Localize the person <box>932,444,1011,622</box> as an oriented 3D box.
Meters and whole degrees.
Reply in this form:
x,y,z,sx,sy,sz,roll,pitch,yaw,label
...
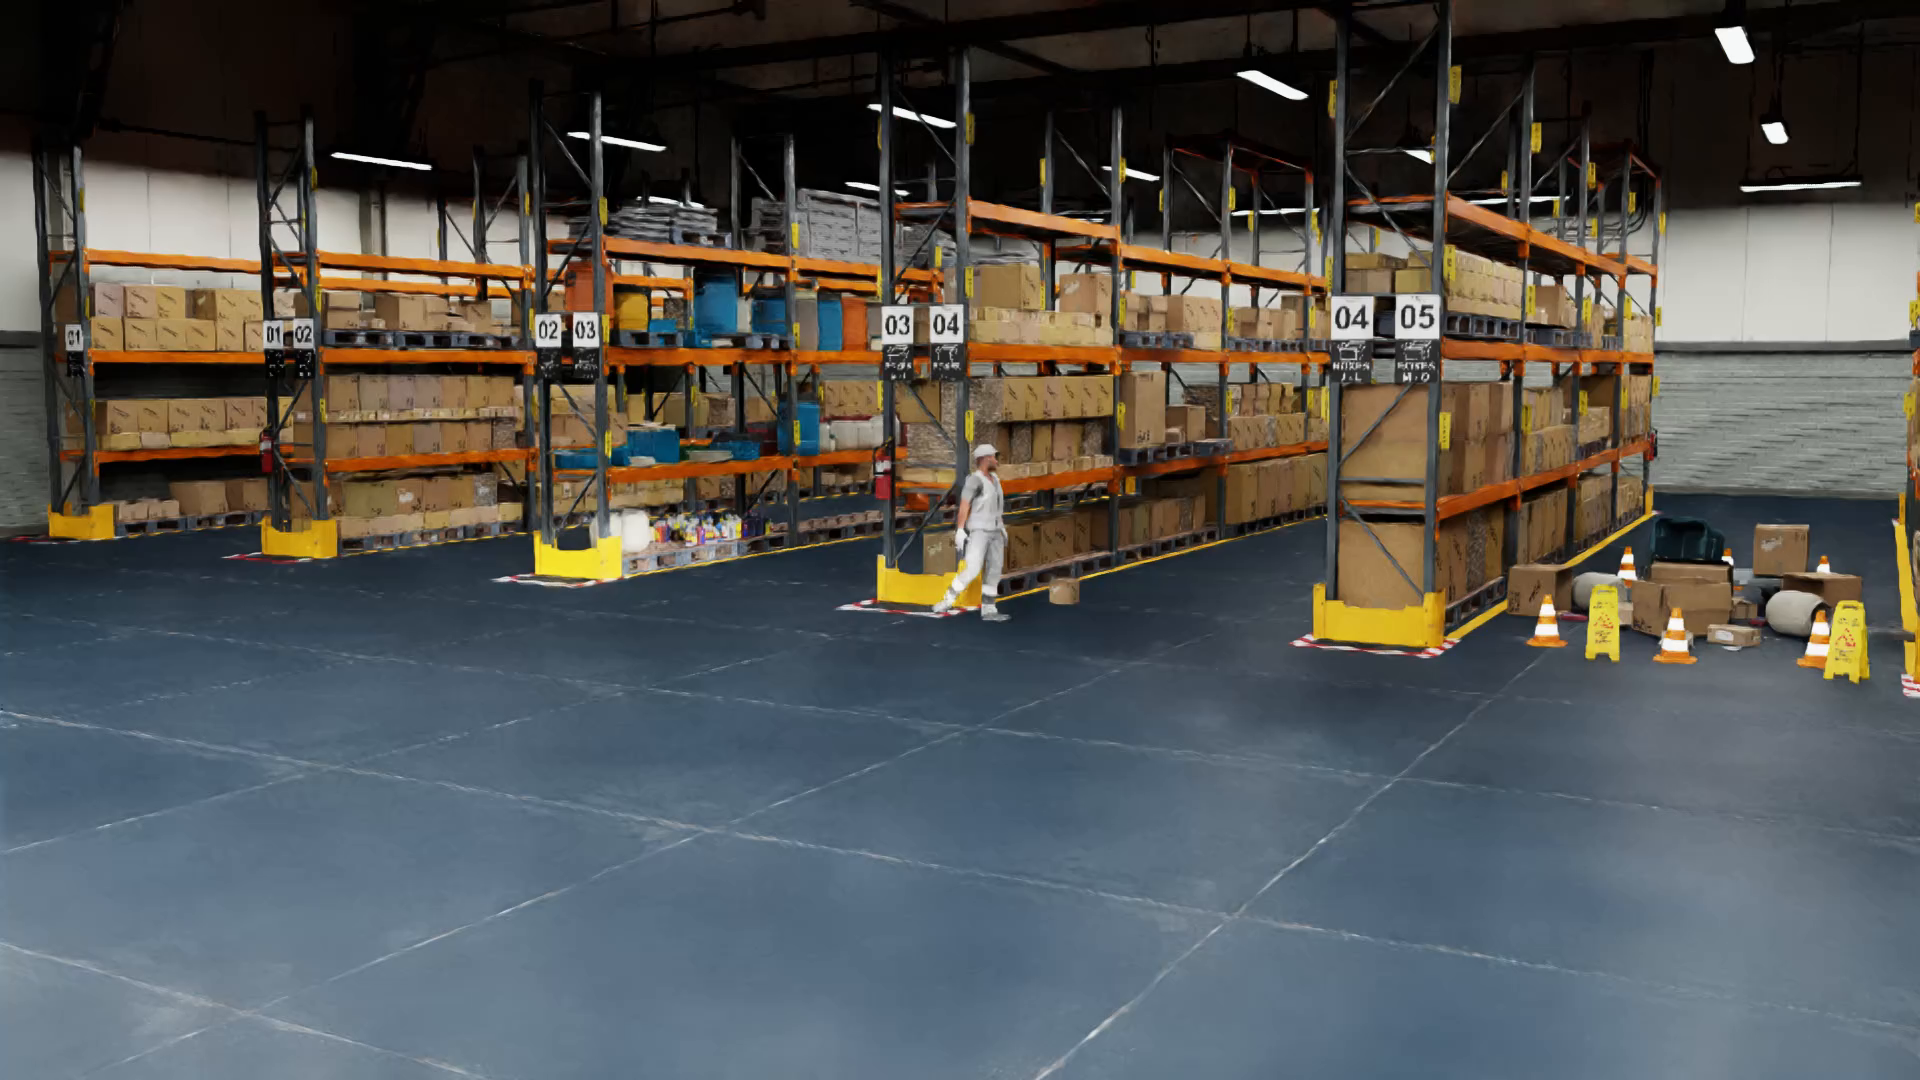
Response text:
x,y,z,sx,sy,sz,roll,pitch,yaw,label
0.146,-0.070,16.658,0.628,1.787,0.737,4,7,36,person
